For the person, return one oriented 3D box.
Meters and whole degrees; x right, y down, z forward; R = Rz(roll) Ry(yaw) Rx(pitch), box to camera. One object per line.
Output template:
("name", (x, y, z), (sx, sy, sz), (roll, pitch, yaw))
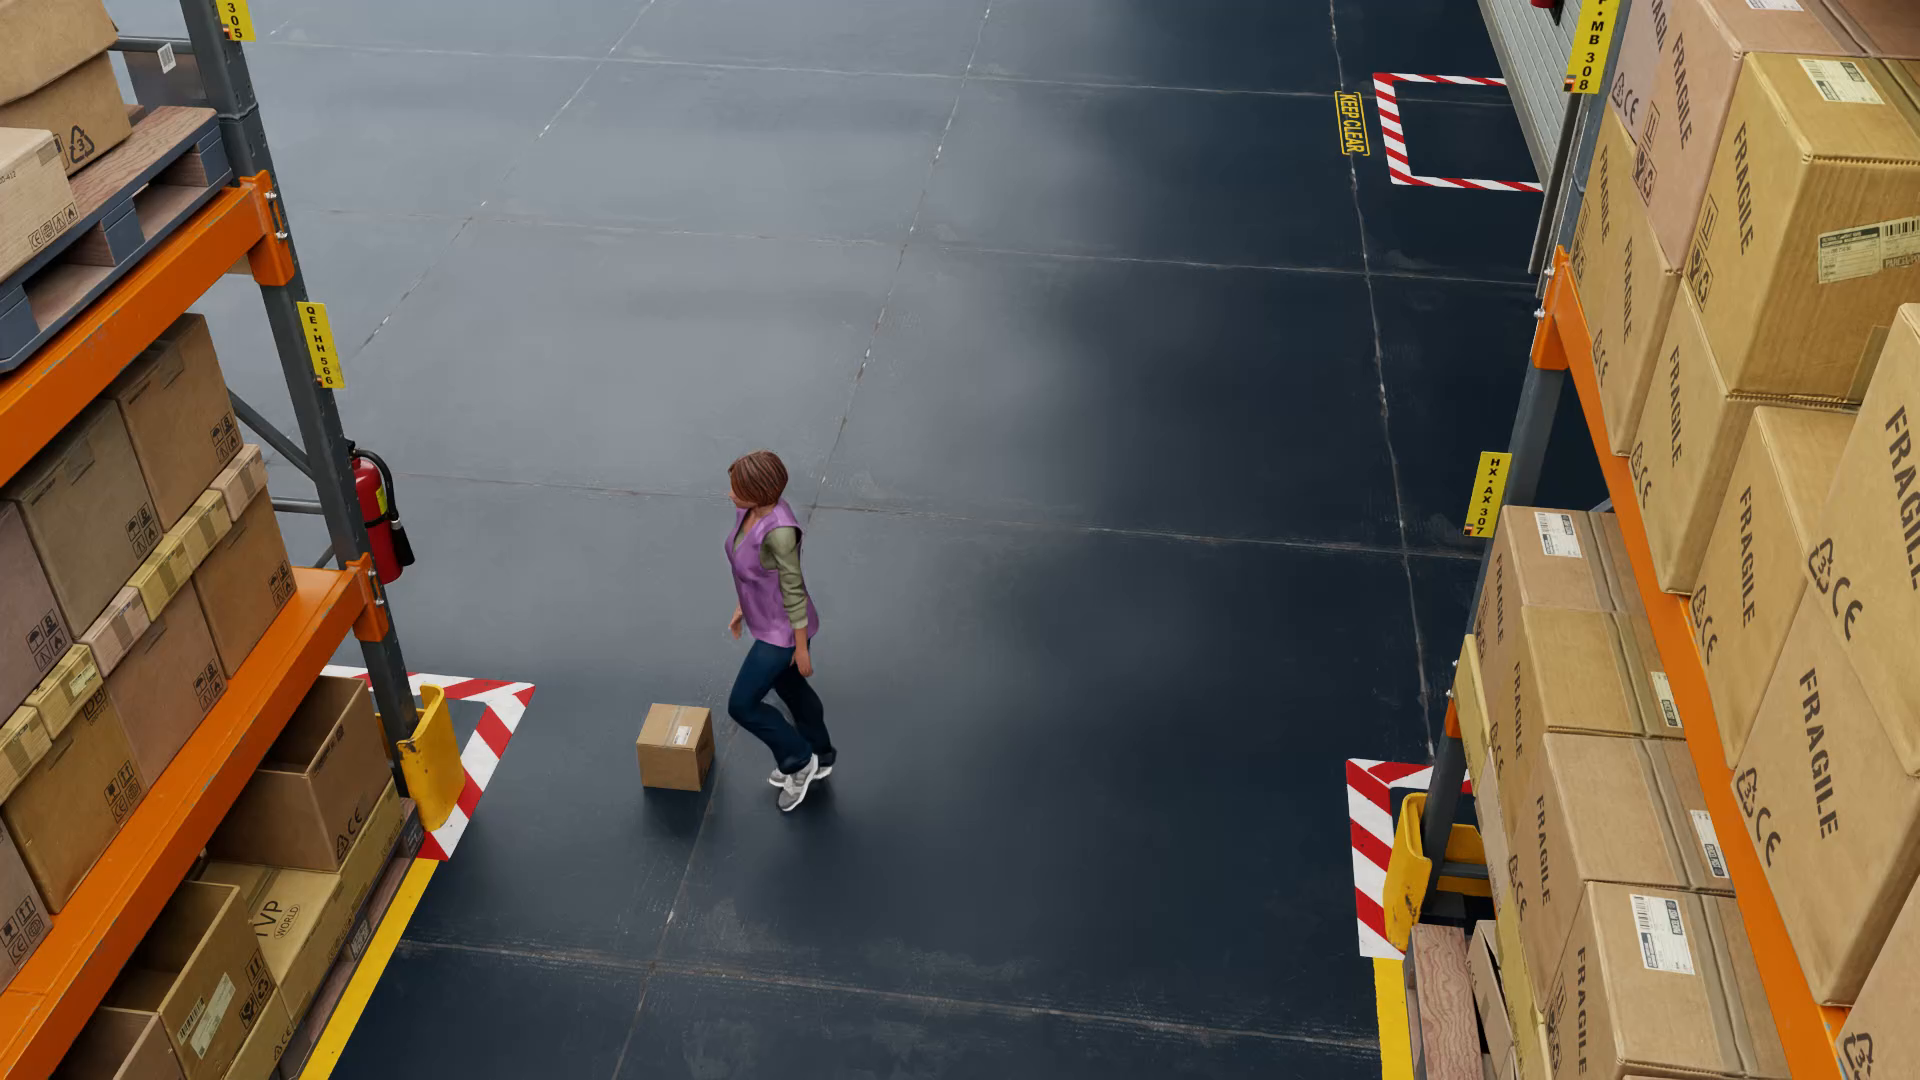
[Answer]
("person", (-0.743, 0.347, 6.551), (0.444, 1.599, 0.472), (-10, 38, -14))
